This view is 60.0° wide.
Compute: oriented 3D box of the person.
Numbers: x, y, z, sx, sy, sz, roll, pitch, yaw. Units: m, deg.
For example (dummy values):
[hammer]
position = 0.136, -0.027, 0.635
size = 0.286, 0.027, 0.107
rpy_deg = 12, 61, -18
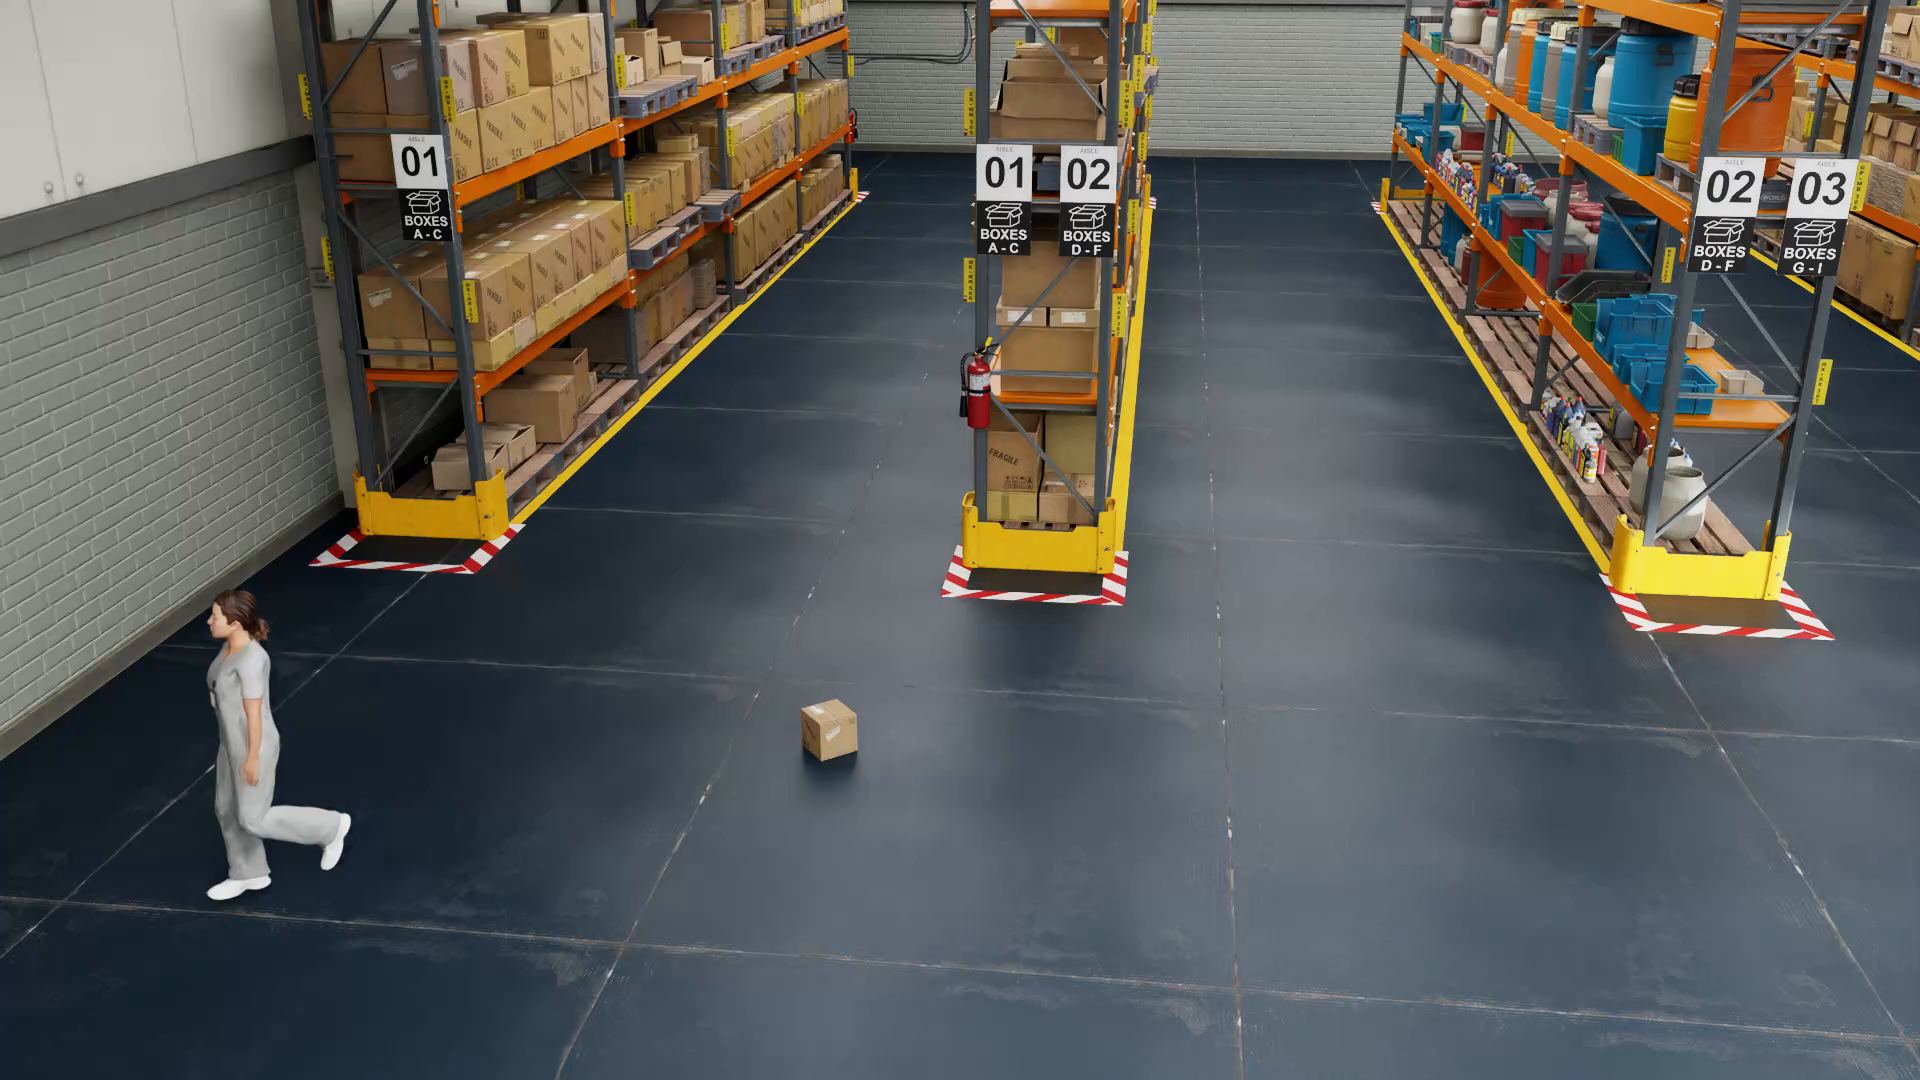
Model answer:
[person]
position = -3.550, 1.020, 8.416
size = 0.718, 1.649, 0.448
rpy_deg = -15, 26, -34
